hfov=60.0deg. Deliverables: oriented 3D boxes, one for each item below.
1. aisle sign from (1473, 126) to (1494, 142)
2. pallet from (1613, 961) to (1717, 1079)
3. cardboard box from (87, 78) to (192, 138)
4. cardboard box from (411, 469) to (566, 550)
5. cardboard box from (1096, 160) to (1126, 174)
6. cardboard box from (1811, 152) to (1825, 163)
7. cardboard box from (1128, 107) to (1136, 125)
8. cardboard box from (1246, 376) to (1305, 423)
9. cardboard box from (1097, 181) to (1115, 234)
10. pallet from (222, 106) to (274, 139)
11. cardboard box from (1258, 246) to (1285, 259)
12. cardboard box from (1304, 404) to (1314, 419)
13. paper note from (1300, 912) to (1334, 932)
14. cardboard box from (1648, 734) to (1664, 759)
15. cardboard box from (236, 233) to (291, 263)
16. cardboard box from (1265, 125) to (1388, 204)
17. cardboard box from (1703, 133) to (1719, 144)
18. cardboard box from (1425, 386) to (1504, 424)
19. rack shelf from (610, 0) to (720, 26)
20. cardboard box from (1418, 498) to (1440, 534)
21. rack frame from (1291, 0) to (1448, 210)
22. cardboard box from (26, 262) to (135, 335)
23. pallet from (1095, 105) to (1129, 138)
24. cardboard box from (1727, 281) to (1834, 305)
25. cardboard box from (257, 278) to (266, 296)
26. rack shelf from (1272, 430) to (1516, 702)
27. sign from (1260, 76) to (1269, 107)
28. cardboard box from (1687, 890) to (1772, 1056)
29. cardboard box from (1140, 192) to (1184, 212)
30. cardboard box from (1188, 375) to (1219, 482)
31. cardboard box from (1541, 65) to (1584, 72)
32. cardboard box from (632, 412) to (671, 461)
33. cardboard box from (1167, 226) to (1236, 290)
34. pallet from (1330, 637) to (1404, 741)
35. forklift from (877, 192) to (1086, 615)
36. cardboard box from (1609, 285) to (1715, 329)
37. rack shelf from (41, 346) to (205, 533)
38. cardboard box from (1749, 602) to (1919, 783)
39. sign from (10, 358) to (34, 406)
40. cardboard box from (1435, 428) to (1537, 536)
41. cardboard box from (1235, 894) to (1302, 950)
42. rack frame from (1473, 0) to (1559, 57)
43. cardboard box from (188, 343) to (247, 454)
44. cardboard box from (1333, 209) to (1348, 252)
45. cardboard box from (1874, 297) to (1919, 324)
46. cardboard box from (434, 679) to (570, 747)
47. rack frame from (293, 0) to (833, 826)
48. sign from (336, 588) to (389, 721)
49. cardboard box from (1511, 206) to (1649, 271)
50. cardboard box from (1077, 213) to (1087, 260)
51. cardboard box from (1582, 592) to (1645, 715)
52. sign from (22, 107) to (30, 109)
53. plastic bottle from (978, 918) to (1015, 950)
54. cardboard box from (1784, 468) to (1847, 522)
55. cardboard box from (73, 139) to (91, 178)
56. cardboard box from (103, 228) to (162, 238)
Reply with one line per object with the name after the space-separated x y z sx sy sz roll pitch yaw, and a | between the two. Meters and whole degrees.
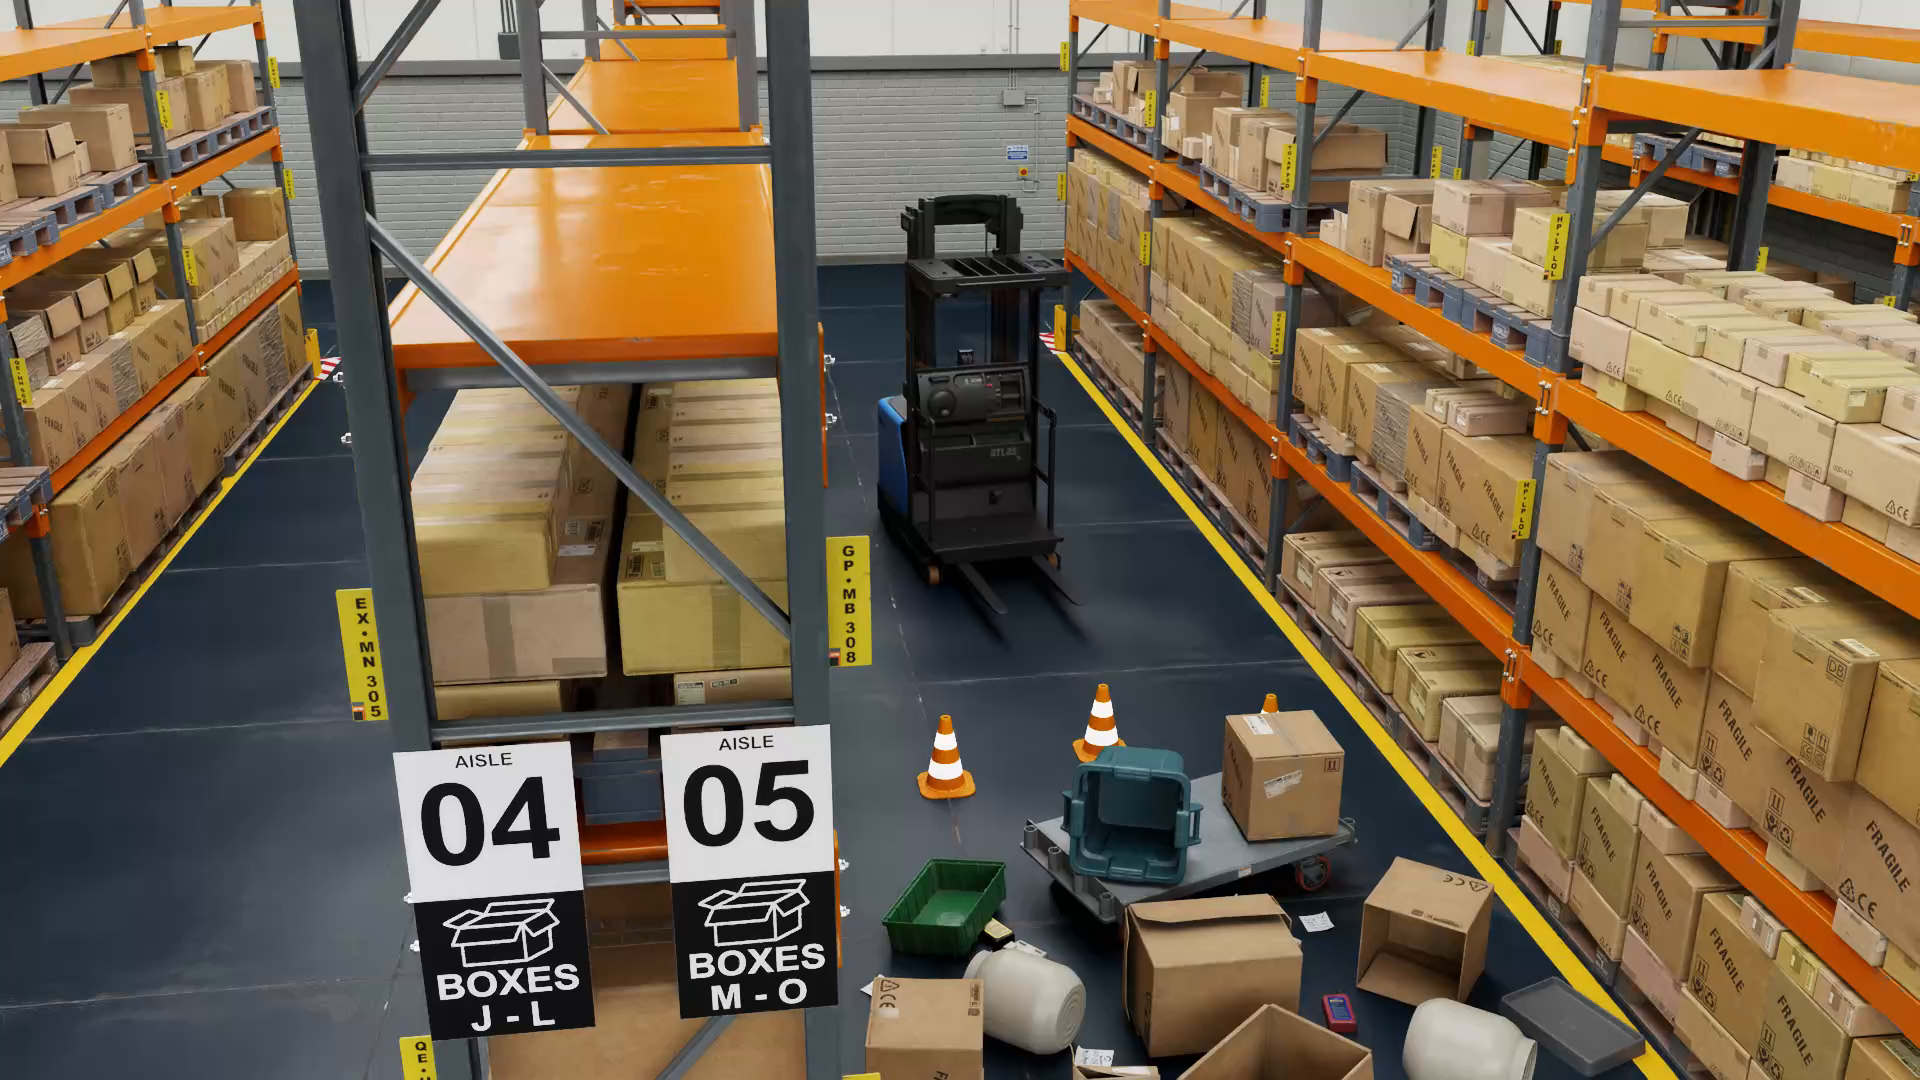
6.379 -5.279 20.349 0.394 0.787 0.004 -3 21 -8 | aisle sign
3.809 2.314 7.719 1.003 0.211 1.213 -3 21 -8 | pallet
-7.707 -4.066 15.643 0.700 0.500 0.500 -2 21 -5 | cardboard box
-1.228 -0.067 4.299 0.380 0.149 0.250 -3 21 -7 | cardboard box
1.723 -4.122 18.466 0.380 0.149 0.250 -3 21 -7 | cardboard box
7.447 -3.271 14.044 0.380 0.149 0.250 -3 21 -7 | cardboard box
1.898 -4.244 16.620 0.380 0.149 0.250 -2 21 -6 | cardboard box
2.591 -1.123 13.150 0.500 0.250 0.500 -4 21 -10 | cardboard box
1.791 -3.607 18.014 0.500 0.500 0.500 -3 21 -8 | cardboard box
-7.921 -4.409 17.573 1.003 0.211 1.213 -3 21 -8 | pallet
2.882 -2.256 14.397 0.500 0.500 0.500 -3 21 -7 | cardboard box
2.784 -0.988 12.334 0.380 0.149 0.250 -4 21 -11 | cardboard box
1.886 2.014 8.780 0.148 0.019 0.142 -3 21 -8 | paper note
3.453 0.950 7.745 0.380 0.149 0.250 -3 21 -8 | cardboard box
-7.706 -3.216 18.329 0.500 0.250 0.500 -3 21 -9 | cardboard box
2.718 -2.805 12.403 0.797 0.503 0.637 -4 21 -11 | cardboard box
7.055 -3.722 15.223 0.380 0.149 0.250 -3 21 -8 | cardboard box
3.033 -0.813 10.011 0.380 0.149 0.250 -4 21 -10 | cardboard box
-2.827 -5.296 16.567 1.077 0.370 4.000 -3 21 -8 | rack shelf
3.017 -0.157 10.109 0.380 0.149 0.250 -3 21 -7 | cardboard box
2.921 -3.842 11.641 1.000 3.000 0.127 -3 21 -8 | rack frame
-7.274 -1.974 13.638 0.797 0.503 0.637 -3 21 -7 | cardboard box
2.065 -4.485 17.777 1.003 0.211 1.213 -3 21 -8 | pallet
3.873 -1.123 7.867 0.380 0.149 0.250 -3 21 -9 | cardboard box
-7.475 -2.634 17.340 0.380 0.149 0.250 -3 21 -8 | cardboard box
3.210 -0.002 10.962 1.077 0.370 4.000 -3 21 -8 | rack shelf
2.880 -4.242 15.810 0.100 0.325 0.005 -3 21 -8 | sign
3.557 1.859 7.210 0.500 0.500 0.500 -3 21 -9 | cardboard box
1.985 -3.326 16.335 0.380 0.149 0.250 -3 21 -9 | cardboard box
2.651 -1.095 15.296 0.875 0.875 0.875 -2 21 -6 | cardboard box
6.719 -5.069 18.288 0.500 0.250 0.500 -2 21 -6 | cardboard box
-0.773 -0.225 5.291 0.500 0.250 0.500 -3 21 -8 | cardboard box
2.224 -2.590 15.291 0.500 0.500 0.500 -3 21 -8 | cardboard box
3.205 0.967 11.325 1.003 0.211 1.213 -3 21 -8 | pallet
0.178 -1.164 13.144 1.130 2.935 3.031 -6 21 -16 | forklift
3.287 -1.093 7.789 0.380 0.149 0.250 -2 21 -6 | cardboard box
-7.174 -0.887 13.332 1.077 0.370 4.000 -3 21 -8 | rack shelf
3.544 0.571 6.403 0.700 0.500 0.500 -3 21 -8 | cardboard box
-6.350 -1.067 11.245 0.100 0.325 0.005 -3 21 -8 | sign
3.131 -0.349 9.696 0.500 0.500 0.500 -3 21 -7 | cardboard box
1.491 2.025 8.416 0.396 0.266 0.258 17 27 39 | cardboard box
6.679 -6.863 19.731 1.000 3.000 0.127 -3 21 -8 | rack frame
-7.478 -1.350 15.981 0.875 0.875 0.875 -3 21 -8 | cardboard box
2.835 -2.168 11.637 0.396 0.266 0.258 -3 21 -8 | cardboard box
7.913 -1.713 13.771 0.500 0.500 0.500 -2 21 -5 | cardboard box
-1.193 0.394 4.203 0.380 0.149 0.250 -3 21 -8 | cardboard box
-0.809 -0.787 3.463 1.000 3.000 0.127 -3 21 -8 | rack frame
-1.348 0.263 3.786 0.100 0.325 0.005 -3 21 -8 | sign
3.288 -1.607 8.843 0.500 0.250 0.500 -2 21 -7 | cardboard box
1.654 -3.494 19.140 0.500 0.500 0.500 -3 21 -9 | cardboard box
3.381 0.506 8.005 0.500 0.500 0.500 -3 21 -8 | cardboard box
-8.011 -3.572 14.355 0.100 0.325 0.005 -3 21 -8 | sign
0.147 2.034 8.682 0.133 0.061 0.283 -15 25 -35 | plastic bottle
3.481 -0.188 6.504 0.380 0.149 0.250 -3 21 -8 | cardboard box
-7.393 -3.092 13.448 0.500 0.311 0.500 -4 21 -10 | cardboard box
-7.861 -2.656 15.758 0.500 0.500 0.500 -3 21 -7 | cardboard box
